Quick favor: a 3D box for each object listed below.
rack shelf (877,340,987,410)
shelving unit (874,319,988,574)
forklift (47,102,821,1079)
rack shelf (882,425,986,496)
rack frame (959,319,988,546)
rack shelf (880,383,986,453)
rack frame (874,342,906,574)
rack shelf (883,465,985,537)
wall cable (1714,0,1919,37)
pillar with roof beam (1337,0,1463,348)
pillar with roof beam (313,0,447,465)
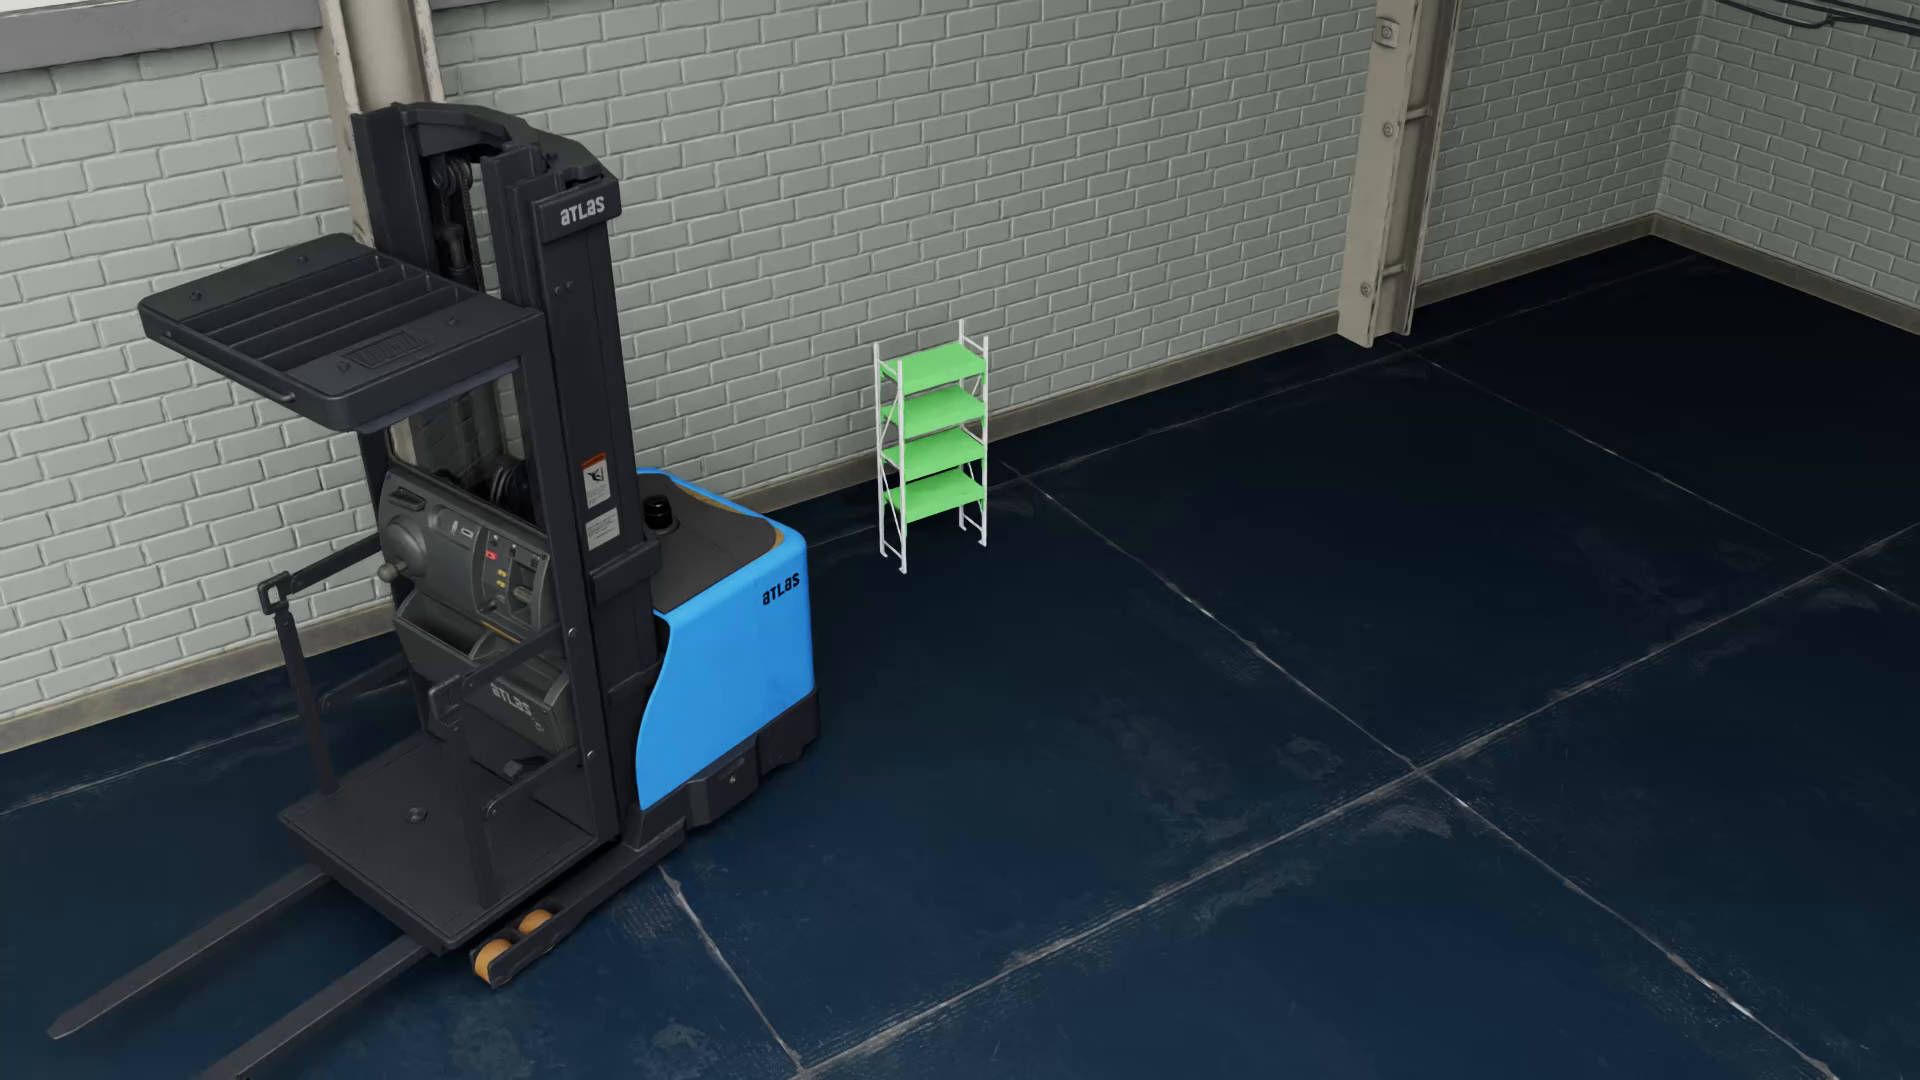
[{"bbox_3d":[-0.139,-0.812,8.132,0.480,0.148,0.258,-19,37,-27],"label":"rack shelf"},{"bbox_3d":[-0.139,-0.460,8.354,0.503,1.200,0.258,-19,37,-27],"label":"shelving unit"},{"bbox_3d":[-1.919,0.102,5.841,1.130,2.935,3.031,23,39,32],"label":"forklift"},{"bbox_3d":[-0.139,-0.406,8.388,0.480,0.148,0.258,-19,37,-27],"label":"rack shelf"},{"bbox_3d":[0.066,-0.530,8.466,0.015,1.200,0.240,-19,37,-27],"label":"rack frame"},{"bbox_3d":[-0.139,-0.609,8.260,0.480,0.148,0.258,-19,37,-27],"label":"rack shelf"},{"bbox_3d":[-0.344,-0.389,8.242,0.015,1.200,0.240,-19,37,-27],"label":"rack frame"},{"bbox_3d":[-0.139,-0.203,8.516,0.480,0.148,0.258,-19,37,-27],"label":"rack shelf"},{"bbox_3d":[5.895,-4.112,9.744,0.112,2.526,3.097,-19,37,-27],"label":"wall cable"},{"bbox_3d":[5.034,-3.236,5.445,0.400,9.000,9.100,-19,37,-27],"label":"pillar with roof beam"},{"bbox_3d":[-0.009,-1.501,2.696,0.400,9.000,9.100,-19,37,-27],"label":"pillar with roof beam"}]
